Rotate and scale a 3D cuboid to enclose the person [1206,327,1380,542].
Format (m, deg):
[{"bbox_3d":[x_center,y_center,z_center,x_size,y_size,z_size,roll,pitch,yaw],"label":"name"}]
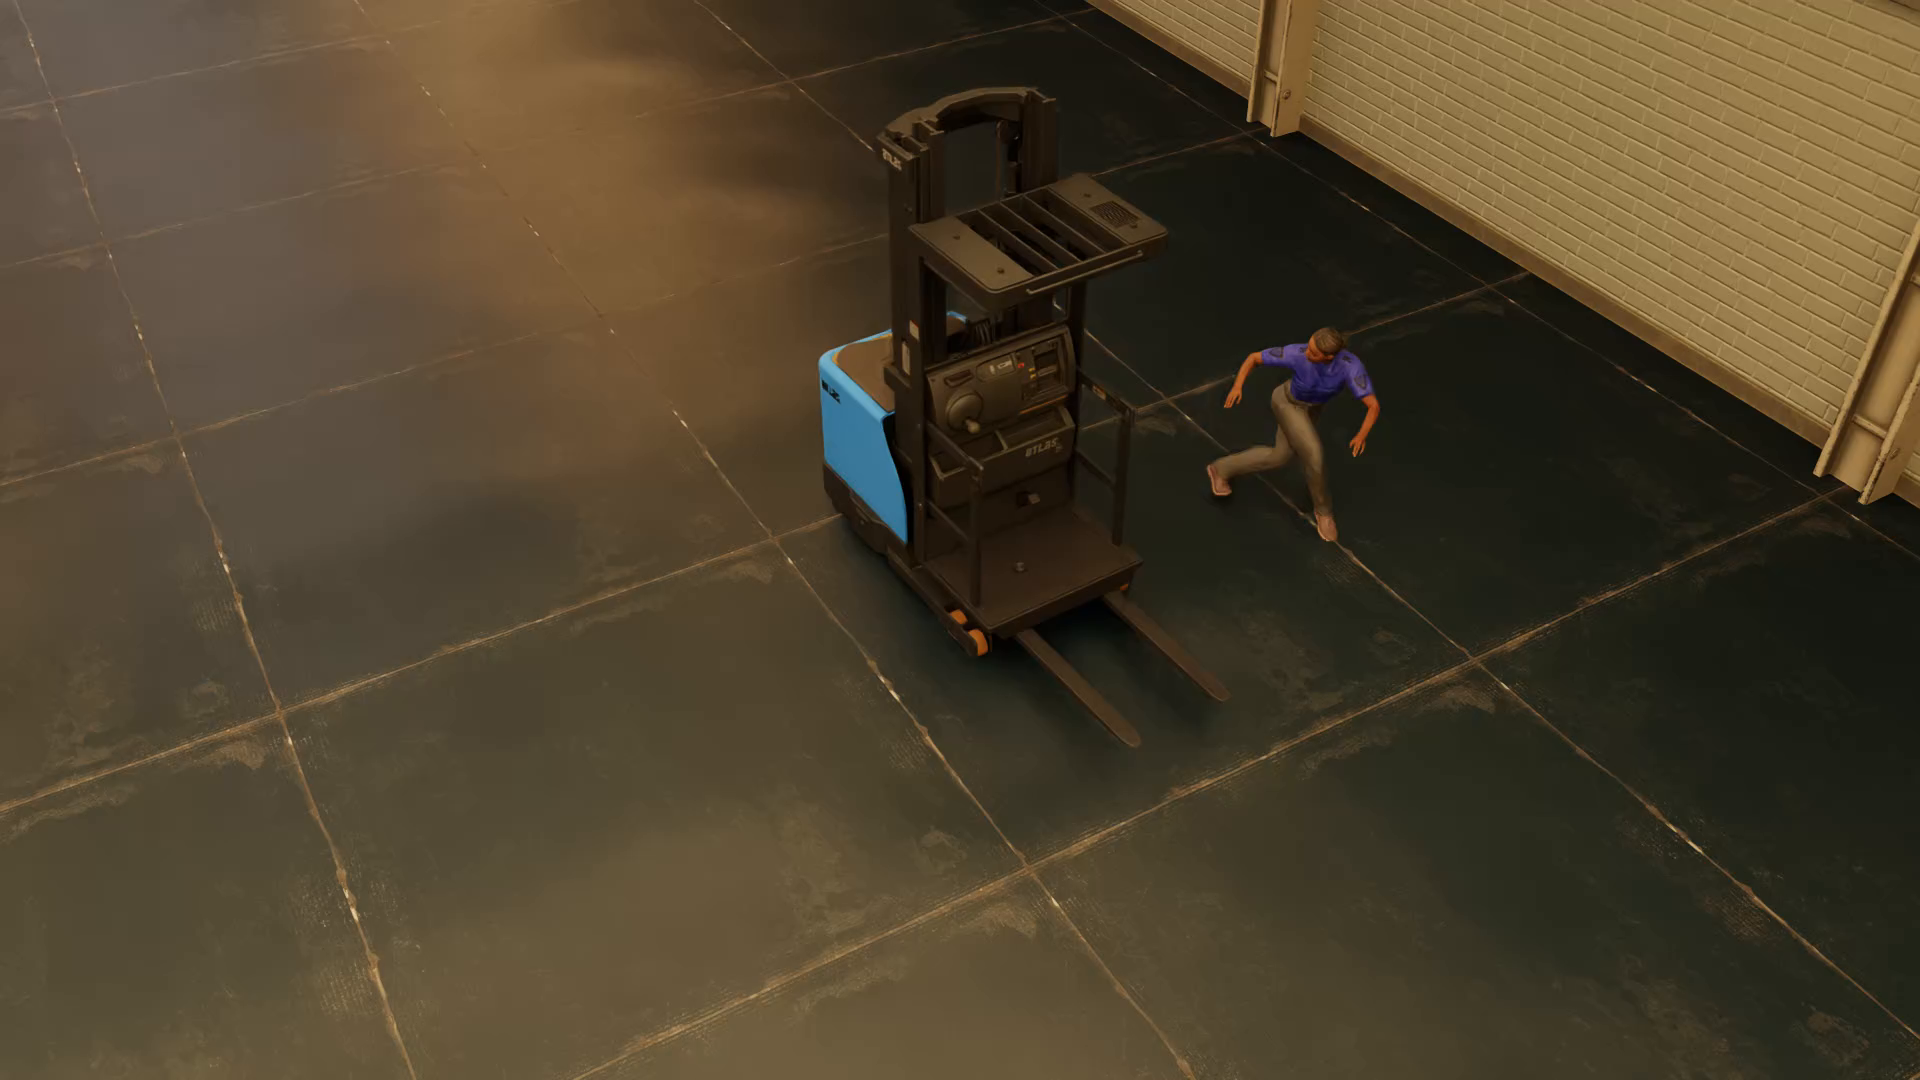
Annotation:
[{"bbox_3d":[1.992,-0.647,10.031,0.859,1.435,1.052,-11,41,-13],"label":"person"}]

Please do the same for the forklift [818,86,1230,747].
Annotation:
[{"bbox_3d":[0.355,-0.802,9.003,1.130,2.935,3.031,-23,45,-25],"label":"forklift"}]
